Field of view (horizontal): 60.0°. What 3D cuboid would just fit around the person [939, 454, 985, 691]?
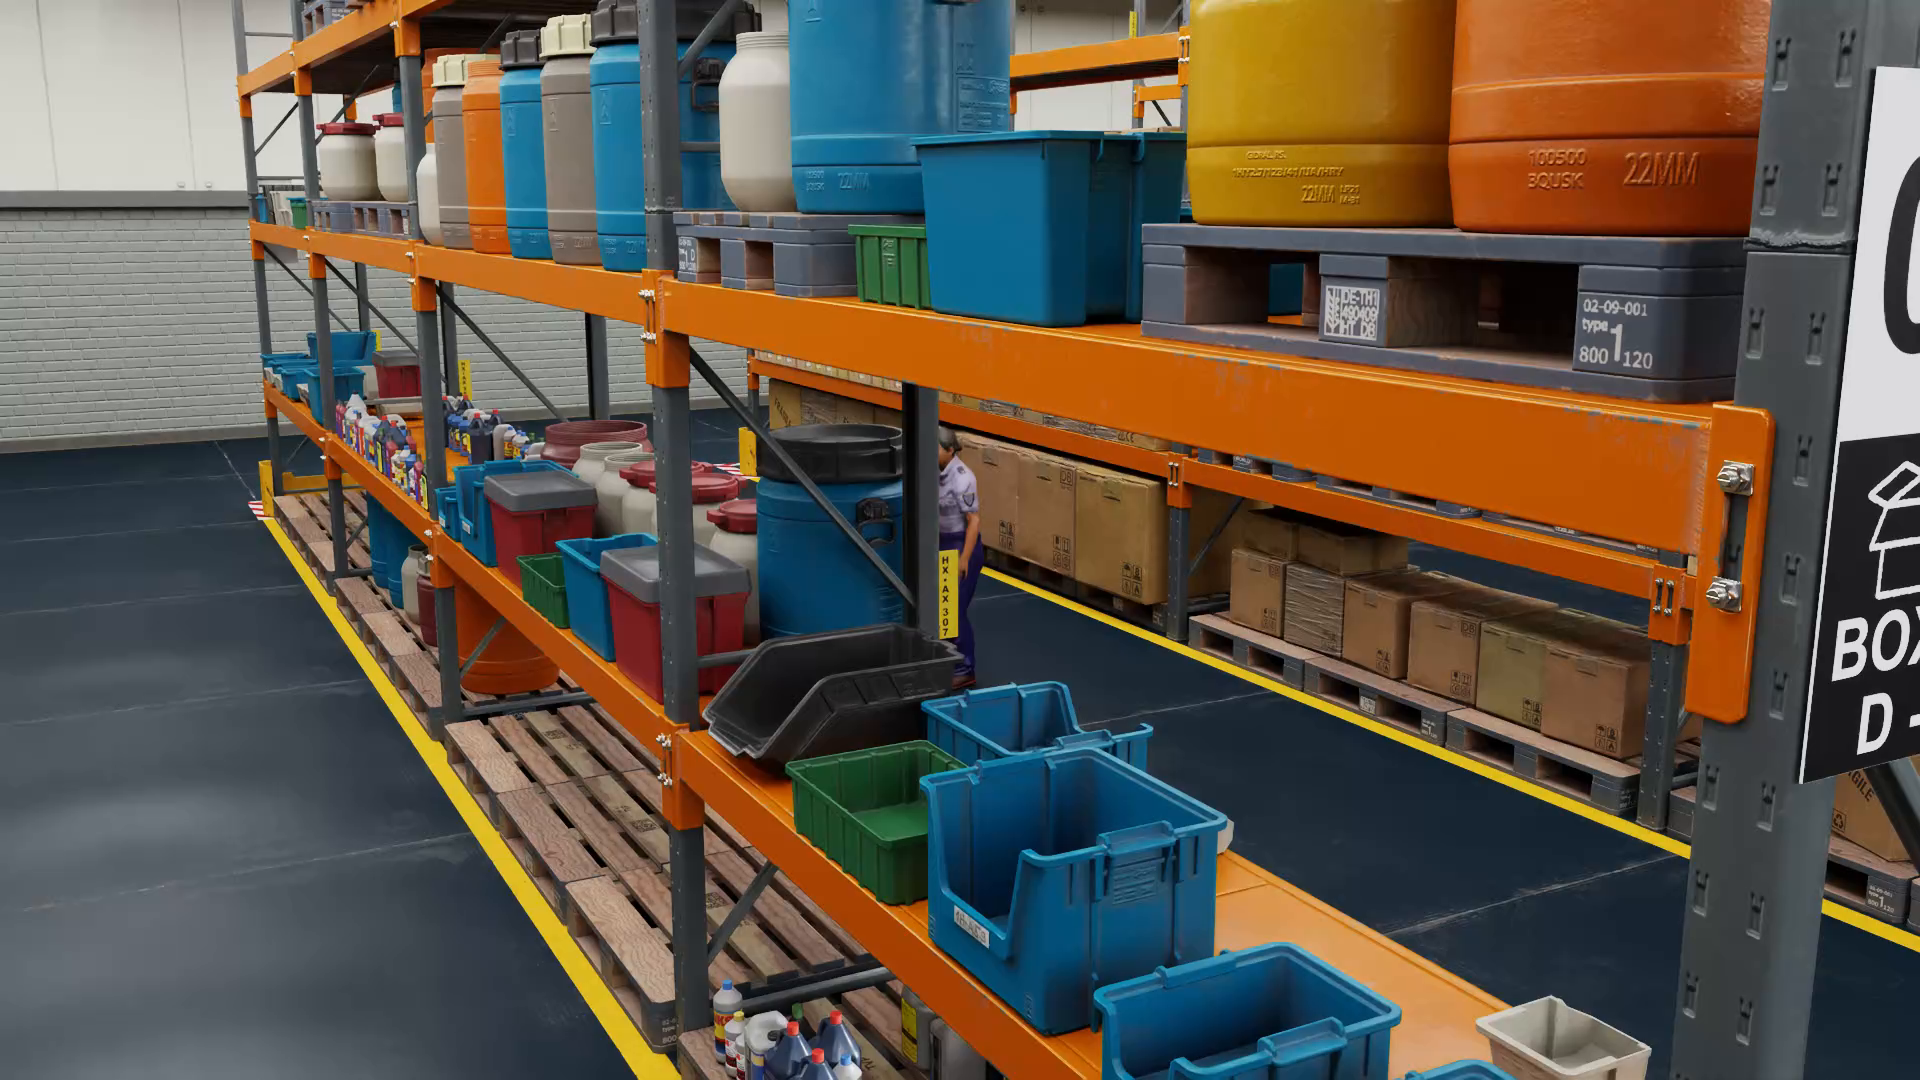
[{"bbox_3d":[-0.072,0.183,10.528,0.370,1.476,0.533,-7,14,-30],"label":"person"}]
